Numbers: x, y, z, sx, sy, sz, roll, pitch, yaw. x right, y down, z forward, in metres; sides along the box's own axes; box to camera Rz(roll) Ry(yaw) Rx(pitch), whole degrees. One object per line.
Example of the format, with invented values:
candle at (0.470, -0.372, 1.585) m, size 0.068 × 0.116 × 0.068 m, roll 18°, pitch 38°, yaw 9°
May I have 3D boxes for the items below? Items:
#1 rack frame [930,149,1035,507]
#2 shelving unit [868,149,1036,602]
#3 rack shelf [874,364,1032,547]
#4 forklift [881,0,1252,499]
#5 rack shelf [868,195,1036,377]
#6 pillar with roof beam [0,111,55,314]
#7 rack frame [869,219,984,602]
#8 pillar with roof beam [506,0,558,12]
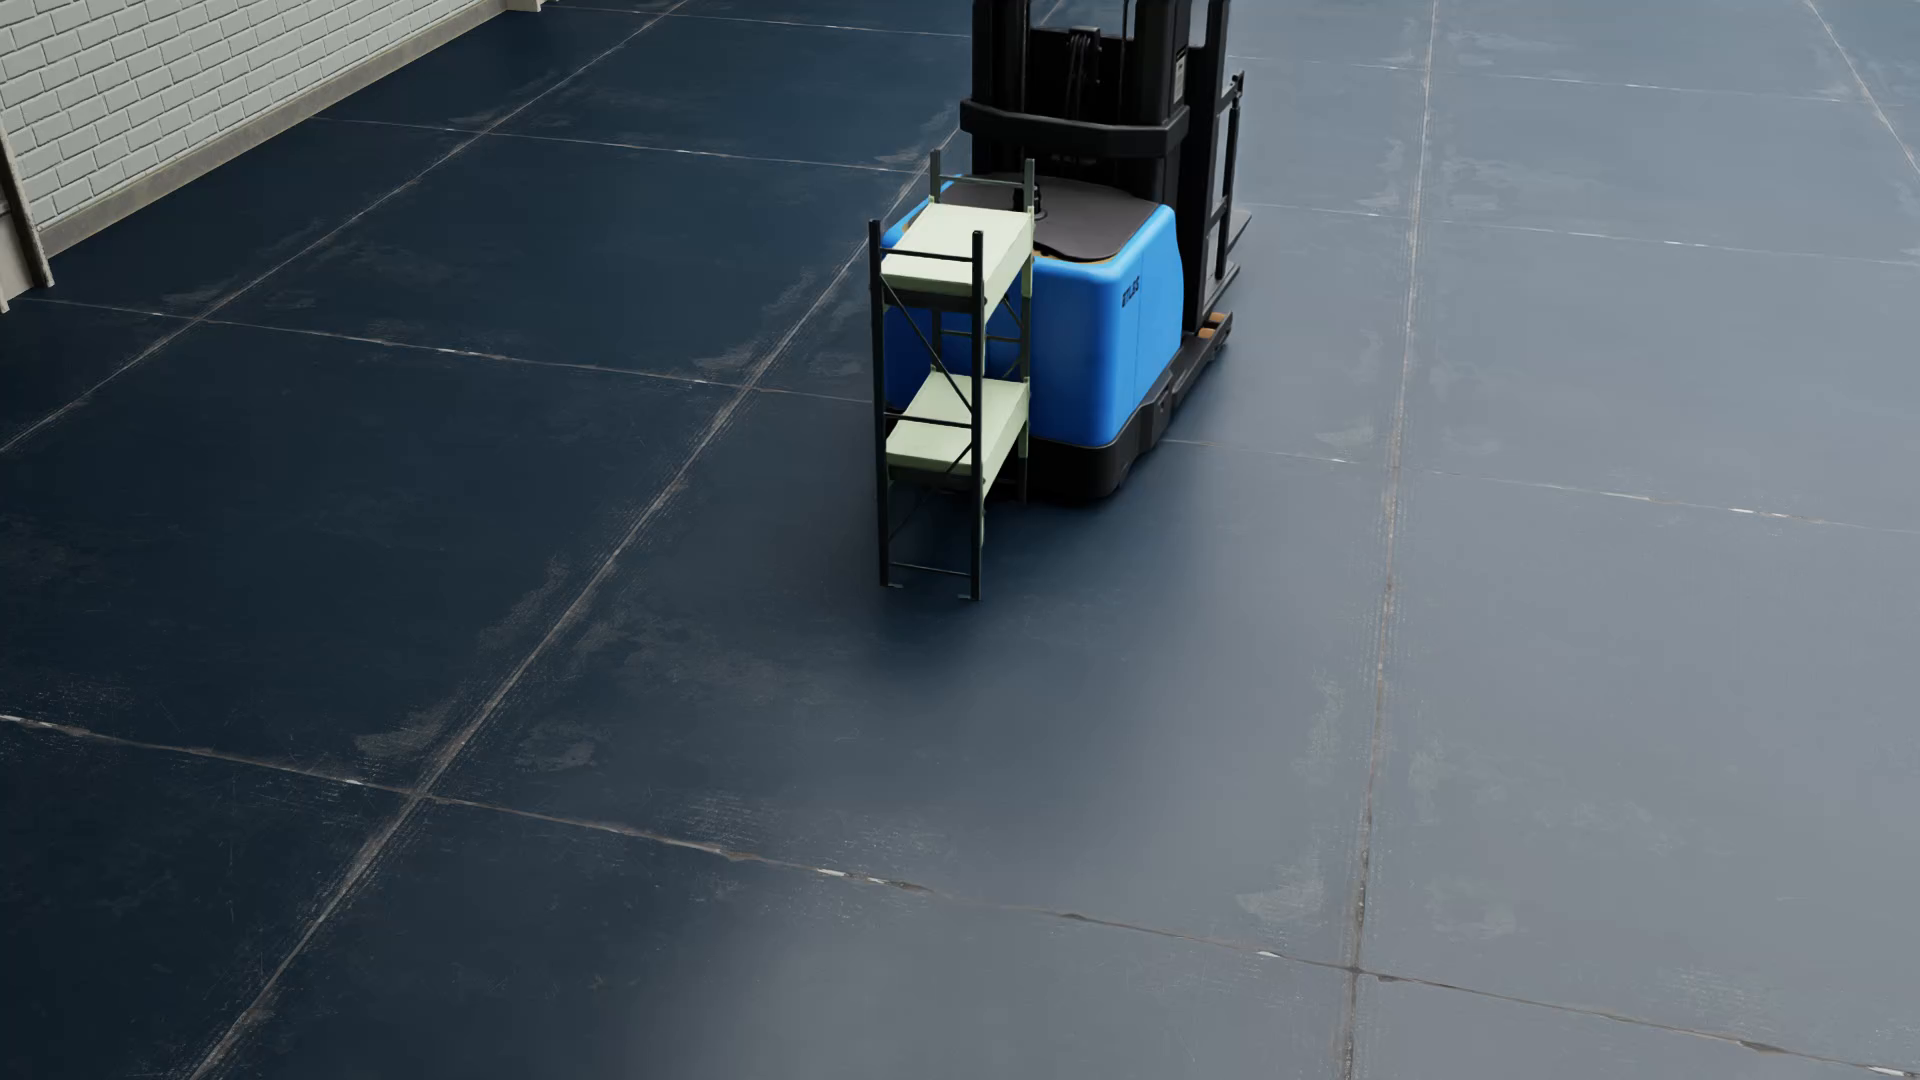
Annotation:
rack frame at (0.083, -0.807, 6.621) m, size 0.400 × 1.500 × 0.023 m, roll 9°, pitch 33°, yaw 13°
shelving unit at (-0.016, -0.618, 6.324) m, size 0.431 × 1.500 × 0.755 m, roll 9°, pitch 33°, yaw 13°
rack shelf at (-0.016, -0.343, 6.499) m, size 0.431 × 0.370 × 0.720 m, roll 9°, pitch 33°, yaw 13°
forklift at (0.707, -2.186, 7.457) m, size 1.130 × 2.935 × 3.031 m, roll 13°, pitch 35°, yaw 19°
rack shelf at (-0.016, -0.947, 6.114) m, size 0.431 × 0.370 × 0.720 m, roll 9°, pitch 33°, yaw 13°
pillar with roof beam at (-0.882, -4.505, 5.448) m, size 9.100 × 9.000 × 0.400 m, roll 8°, pitch 33°, yaw 12°
rack frame at (-0.116, -0.429, 6.027) m, size 0.400 × 1.500 × 0.023 m, roll 9°, pitch 33°, yaw 13°
pillar with roof beam at (0.640, -7.618, 10.346) m, size 9.100 × 9.000 × 0.400 m, roll 8°, pitch 33°, yaw 12°
